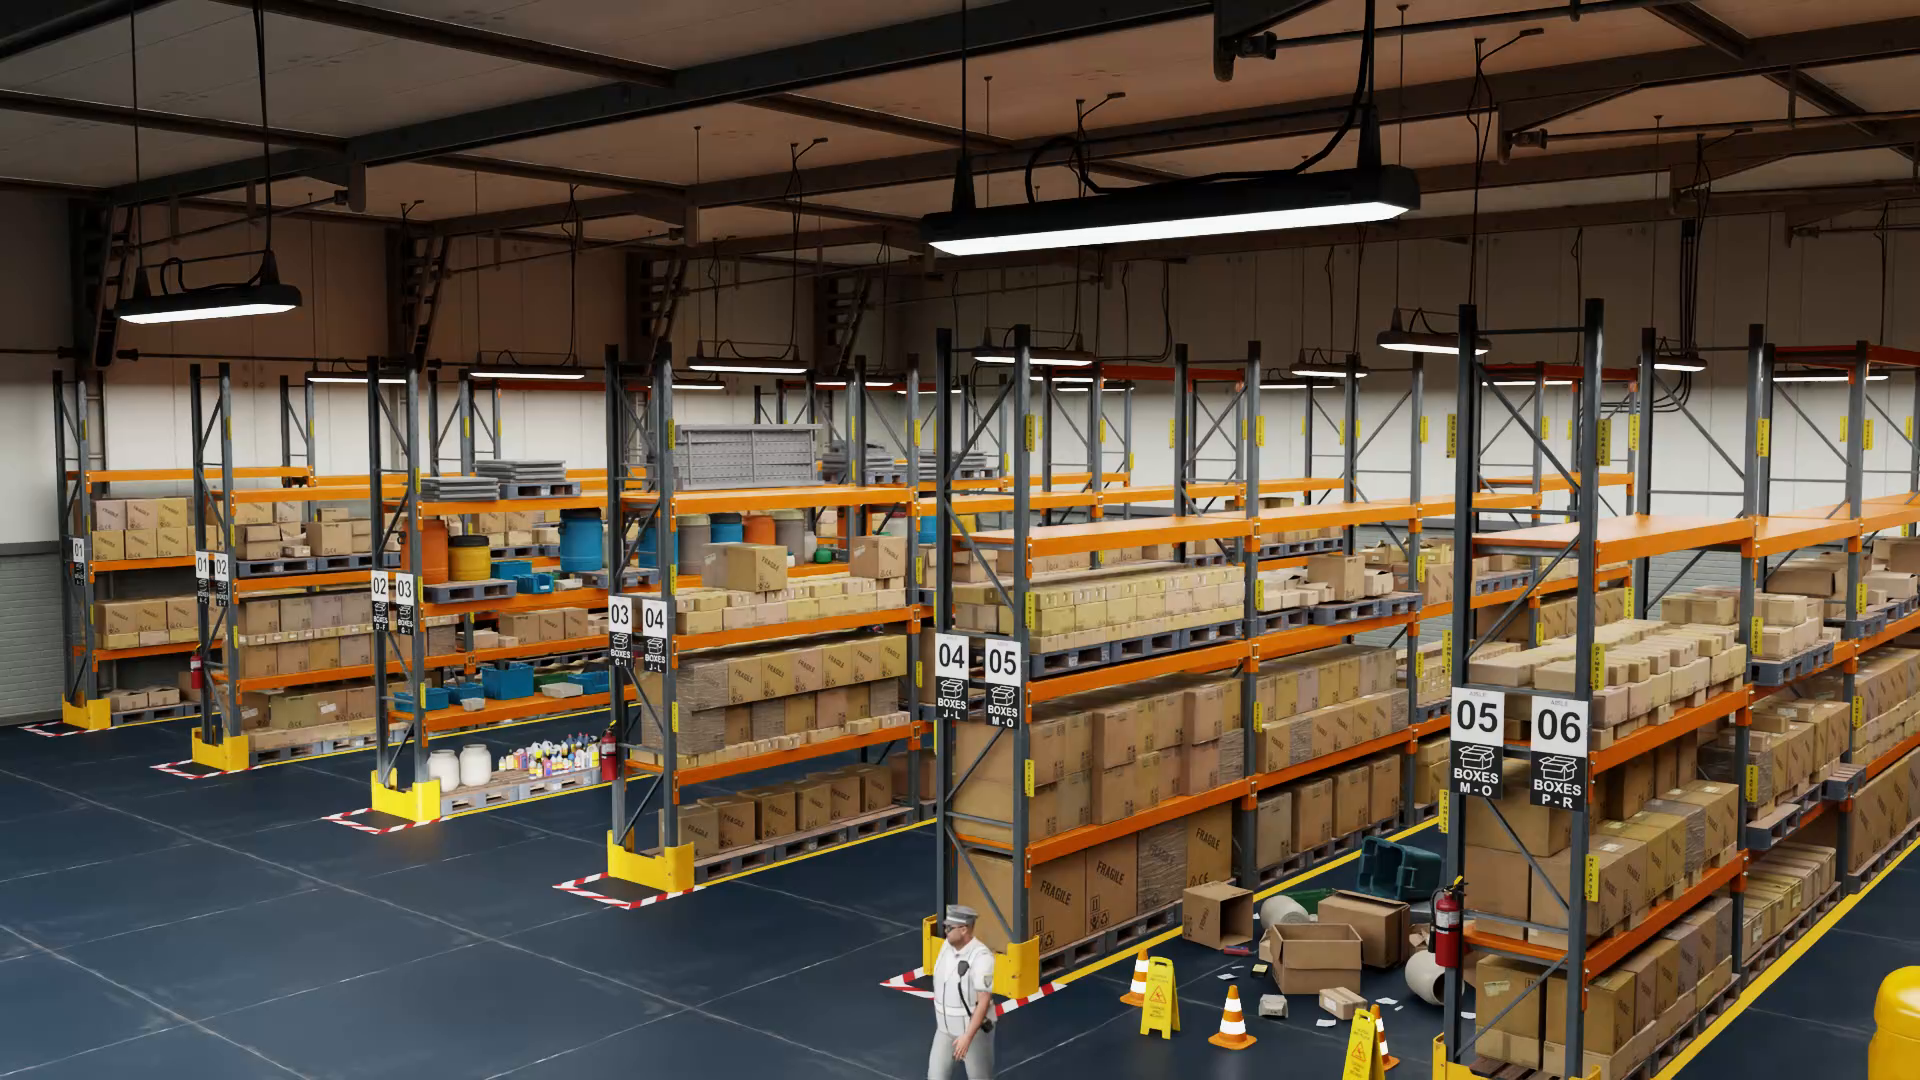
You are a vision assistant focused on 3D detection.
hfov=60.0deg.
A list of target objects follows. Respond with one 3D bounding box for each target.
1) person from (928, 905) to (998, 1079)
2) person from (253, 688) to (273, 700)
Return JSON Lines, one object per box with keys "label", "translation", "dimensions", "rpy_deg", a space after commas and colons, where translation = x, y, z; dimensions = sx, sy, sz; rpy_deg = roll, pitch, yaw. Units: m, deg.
{"label": "person", "translation": [-0.014, 3.465, 11.697], "dimensions": [0.559, 1.805, 0.737], "rpy_deg": [4, 6, 44]}
{"label": "person", "translation": [-11.926, 2.244, 28.137], "dimensions": [0.571, 1.770, 0.627], "rpy_deg": [-3, 5, -37]}
